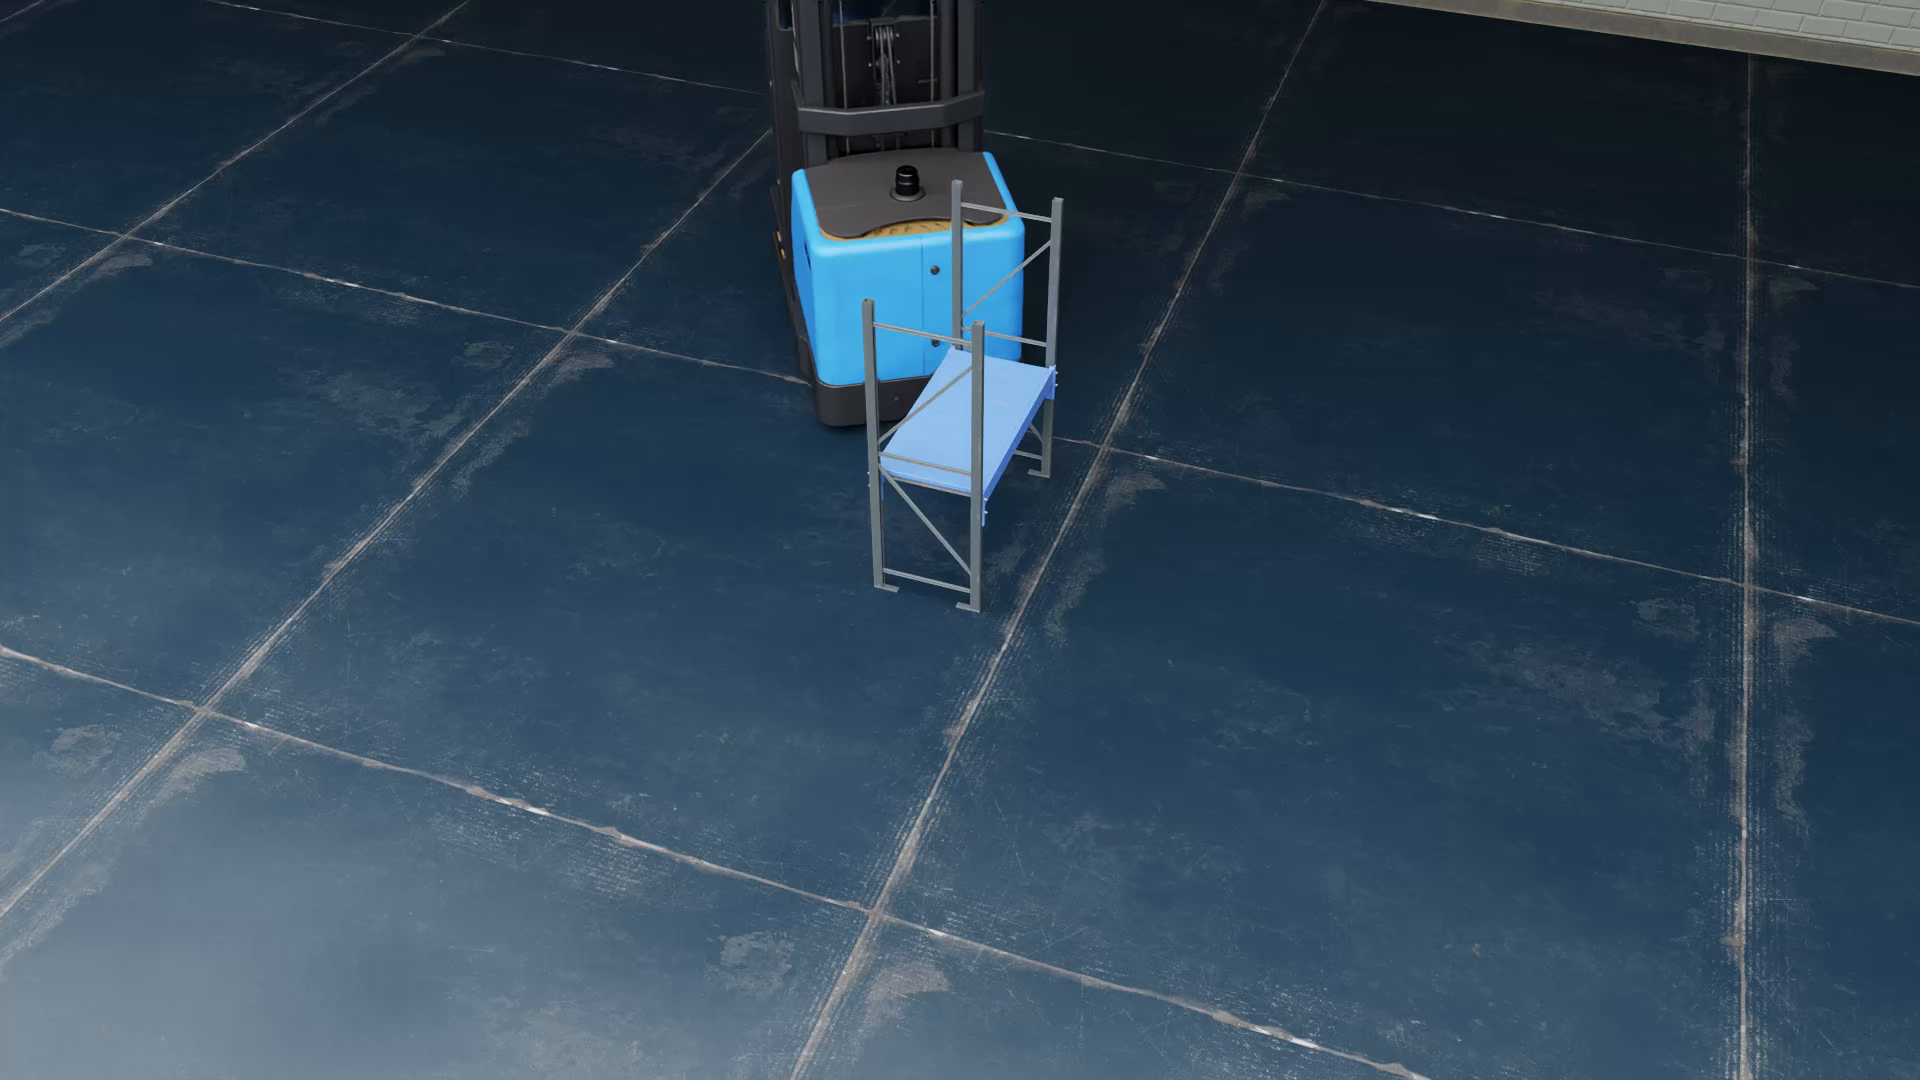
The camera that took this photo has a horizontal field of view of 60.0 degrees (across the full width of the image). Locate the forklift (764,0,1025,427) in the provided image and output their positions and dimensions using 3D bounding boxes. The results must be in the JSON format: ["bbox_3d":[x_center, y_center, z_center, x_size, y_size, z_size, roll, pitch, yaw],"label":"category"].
[{"bbox_3d":[-0.469,-2.641,8.541,1.130,2.935,3.031,-7,41,-9],"label":"forklift"}]

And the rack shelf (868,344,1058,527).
[{"bbox_3d":[0.029,-0.486,7.395,0.538,0.185,1.000,13,42,15],"label":"rack shelf"}]

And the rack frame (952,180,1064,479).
[{"bbox_3d":[0.203,-0.933,7.641,0.500,1.500,0.032,13,42,15],"label":"rack frame"}]

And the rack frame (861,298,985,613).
[{"bbox_3d":[-0.145,-0.313,6.914,0.500,1.500,0.032,13,42,15],"label":"rack frame"}]

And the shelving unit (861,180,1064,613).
[{"bbox_3d":[0.029,-0.623,7.278,0.538,1.500,1.048,13,42,15],"label":"shelving unit"}]
